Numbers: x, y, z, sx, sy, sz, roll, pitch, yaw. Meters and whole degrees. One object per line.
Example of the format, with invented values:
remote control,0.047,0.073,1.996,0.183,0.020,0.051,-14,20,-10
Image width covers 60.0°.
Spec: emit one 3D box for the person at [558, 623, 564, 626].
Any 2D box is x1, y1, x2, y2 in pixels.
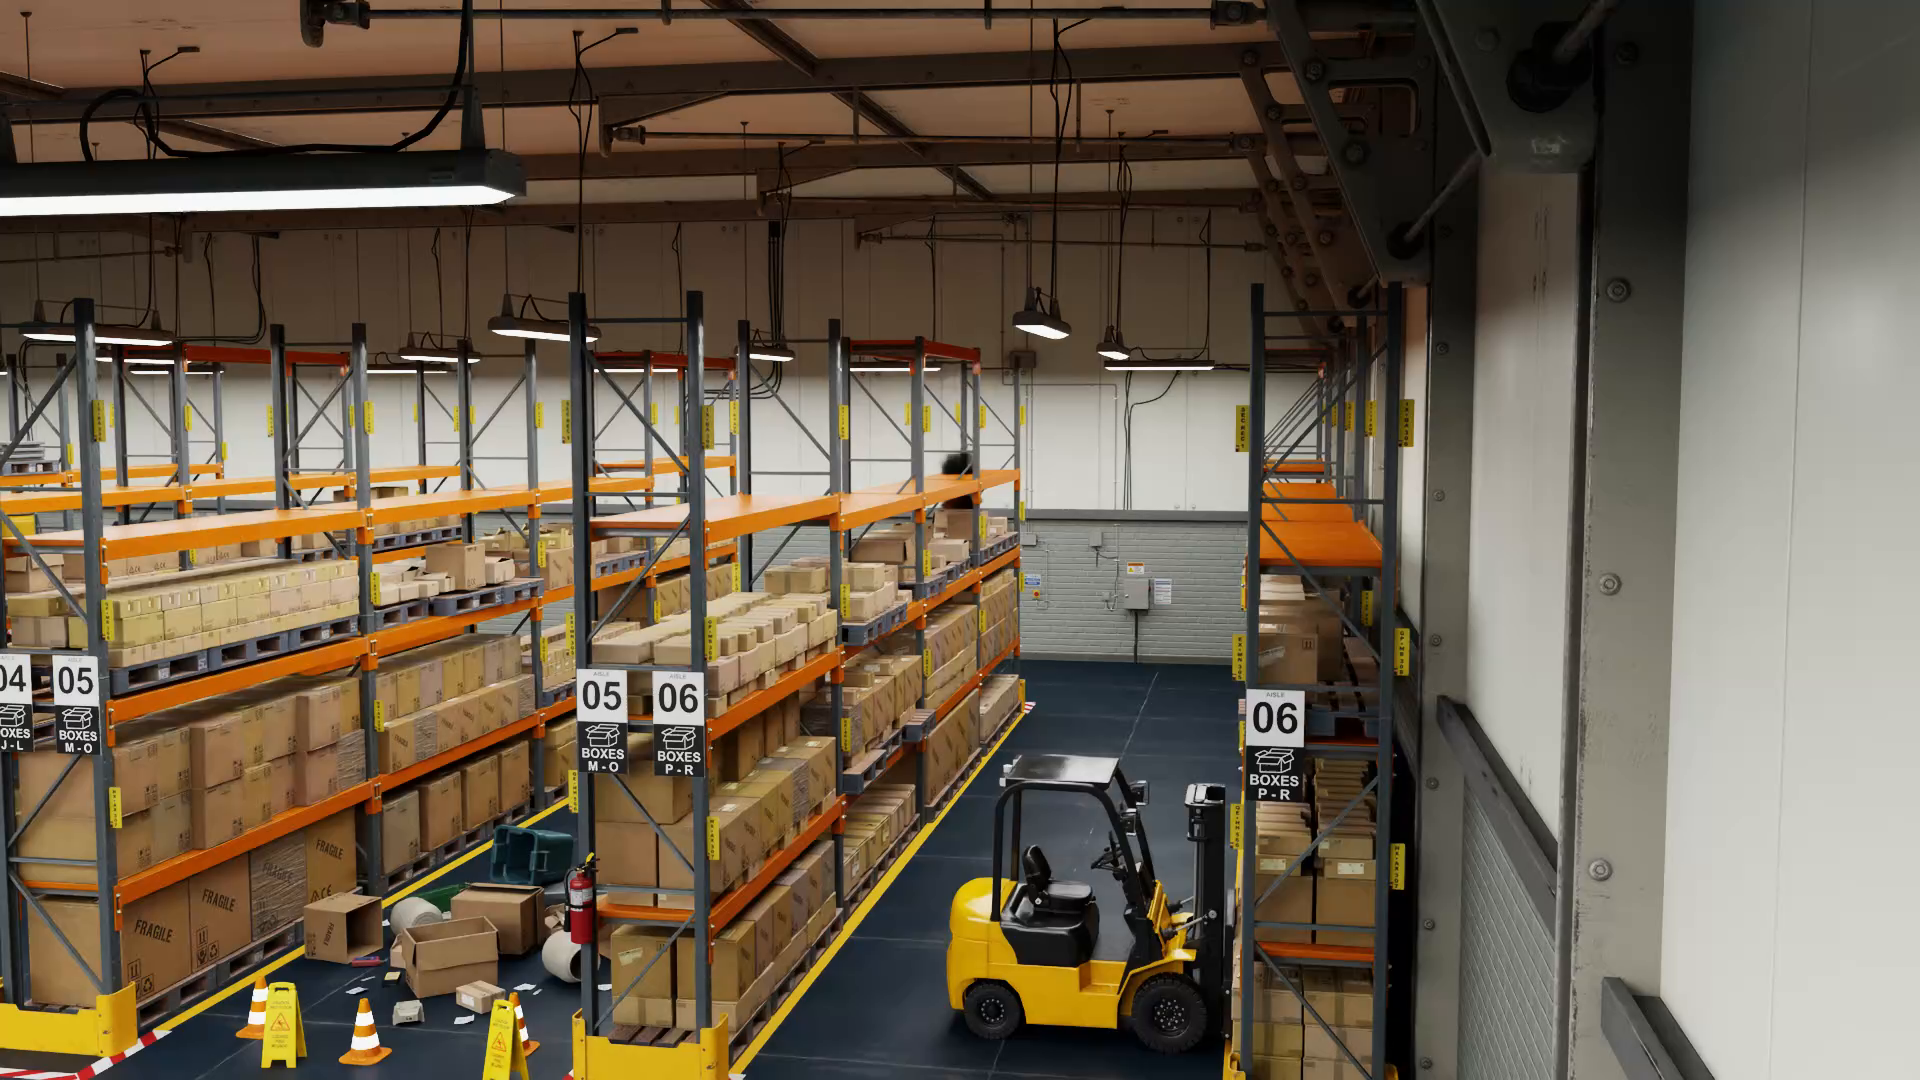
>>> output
person,-6.569,2.173,27.436,0.608,1.604,0.545,2,5,19
